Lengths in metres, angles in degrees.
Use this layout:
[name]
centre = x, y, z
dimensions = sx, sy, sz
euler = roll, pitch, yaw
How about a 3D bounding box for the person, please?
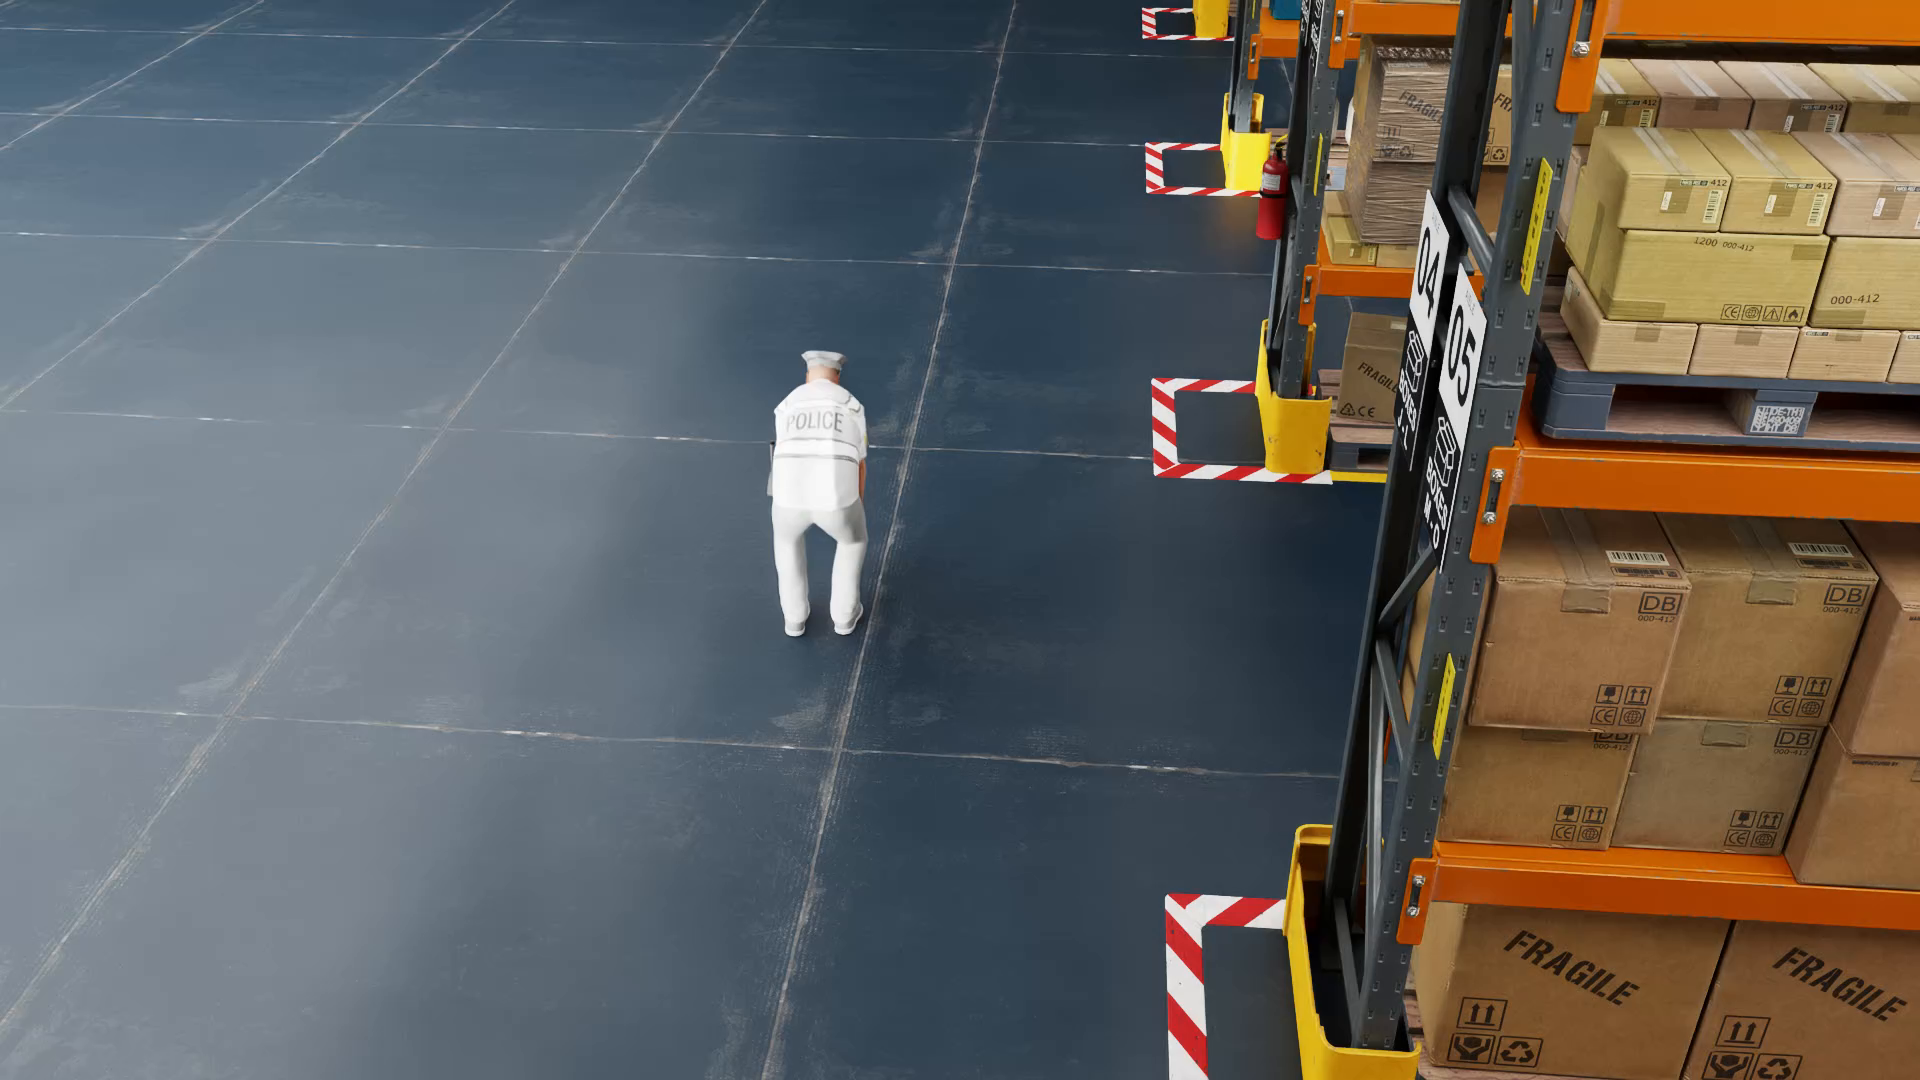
[person]
centre = -0.712, -0.238, 8.617
dimensions = 0.487, 1.341, 0.987
euler = 1, 32, 2
